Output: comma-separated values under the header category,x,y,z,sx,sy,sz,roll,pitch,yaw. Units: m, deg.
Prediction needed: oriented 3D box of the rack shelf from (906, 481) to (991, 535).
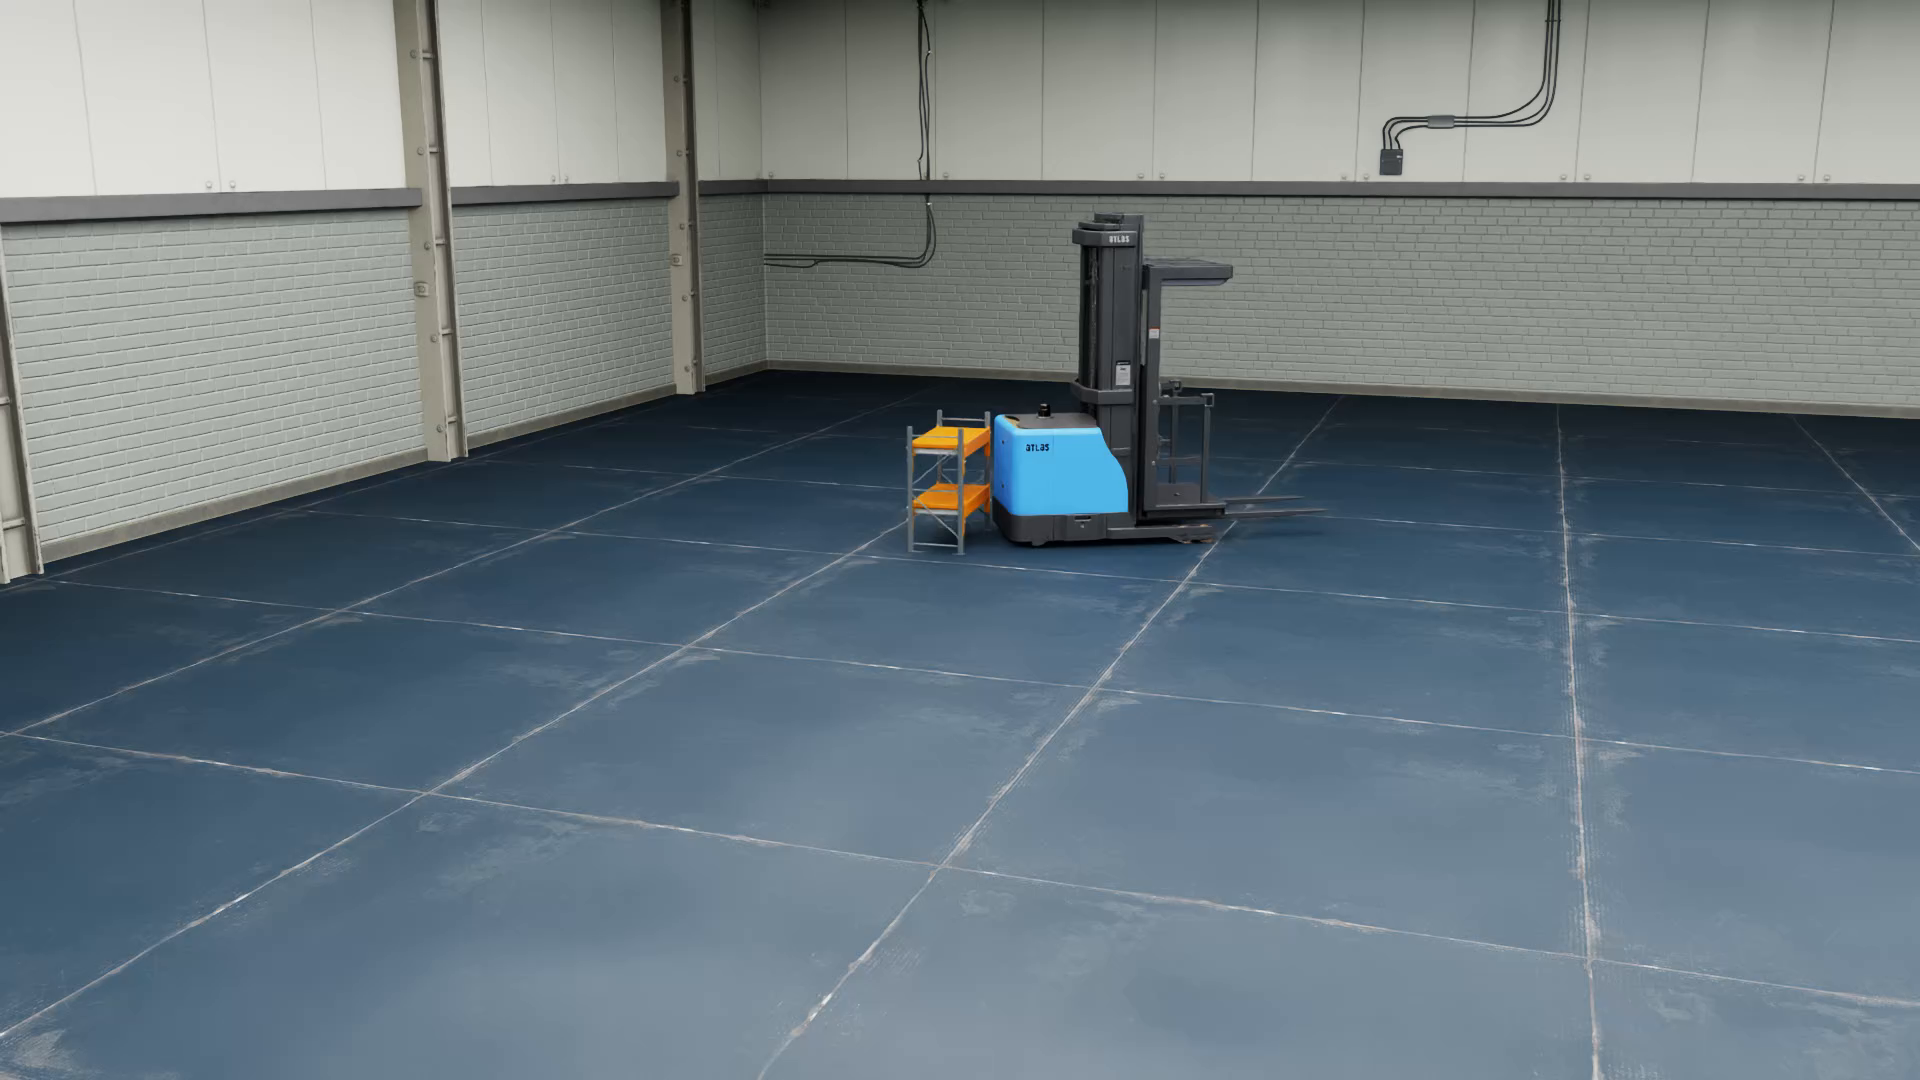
category,x,y,z,sx,sy,sz,roll,pitch,yaw
rack shelf,-0.091,-0.300,15.134,0.538,0.278,1.000,3,13,14

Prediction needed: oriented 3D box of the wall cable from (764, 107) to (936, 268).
category,x,y,z,sx,sy,sz,roll,pitch,yaw
wall cable,-1.850,-5.618,26.621,3.097,2.526,0.112,4,14,18

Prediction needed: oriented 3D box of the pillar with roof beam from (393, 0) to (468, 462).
category,x,y,z,sx,sy,sz,roll,pitch,yaw
pillar with roof beam,-1.922,-5.034,17.082,9.100,9.000,0.400,4,14,18

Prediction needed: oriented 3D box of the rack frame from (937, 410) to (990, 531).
category,x,y,z,sx,sy,sz,roll,pitch,yaw
rack frame,0.034,-0.648,15.560,0.500,1.125,0.032,3,13,14

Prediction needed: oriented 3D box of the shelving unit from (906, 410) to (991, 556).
category,x,y,z,sx,sy,sz,roll,pitch,yaw
shelving unit,-0.091,-0.538,15.079,0.538,1.125,1.048,3,13,14

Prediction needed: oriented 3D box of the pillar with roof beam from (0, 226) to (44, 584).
category,x,y,z,sx,sy,sz,roll,pitch,yaw
pillar with roof beam,-3.864,-3.770,11.547,9.100,9.000,0.400,4,14,18

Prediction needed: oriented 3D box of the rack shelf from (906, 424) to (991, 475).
category,x,y,z,sx,sy,sz,roll,pitch,yaw
rack shelf,-0.091,-0.823,15.014,0.538,0.278,1.000,3,13,14

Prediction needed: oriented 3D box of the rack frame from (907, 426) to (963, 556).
category,x,y,z,sx,sy,sz,roll,pitch,yaw
rack frame,-0.216,-0.428,14.599,0.500,1.125,0.032,3,13,14

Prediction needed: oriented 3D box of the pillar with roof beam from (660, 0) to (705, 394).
category,x,y,z,sx,sy,sz,roll,pitch,yaw
pillar with roof beam,0.019,-6.297,22.617,9.100,9.000,0.400,4,14,18

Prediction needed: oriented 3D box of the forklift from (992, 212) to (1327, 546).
category,x,y,z,sx,sy,sz,roll,pitch,yaw
forklift,1.872,-1.509,15.273,3.031,2.935,1.130,-2,13,-9

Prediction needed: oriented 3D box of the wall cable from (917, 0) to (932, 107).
category,x,y,z,sx,sy,sz,roll,pitch,yaw
wall cable,0.710,-7.886,25.205,3.097,2.526,0.112,4,14,18

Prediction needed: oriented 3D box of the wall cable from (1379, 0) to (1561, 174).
category,x,y,z,sx,sy,sz,roll,pitch,yaw
wall cable,7.128,-8.103,22.887,2.305,6.003,0.169,4,14,18
